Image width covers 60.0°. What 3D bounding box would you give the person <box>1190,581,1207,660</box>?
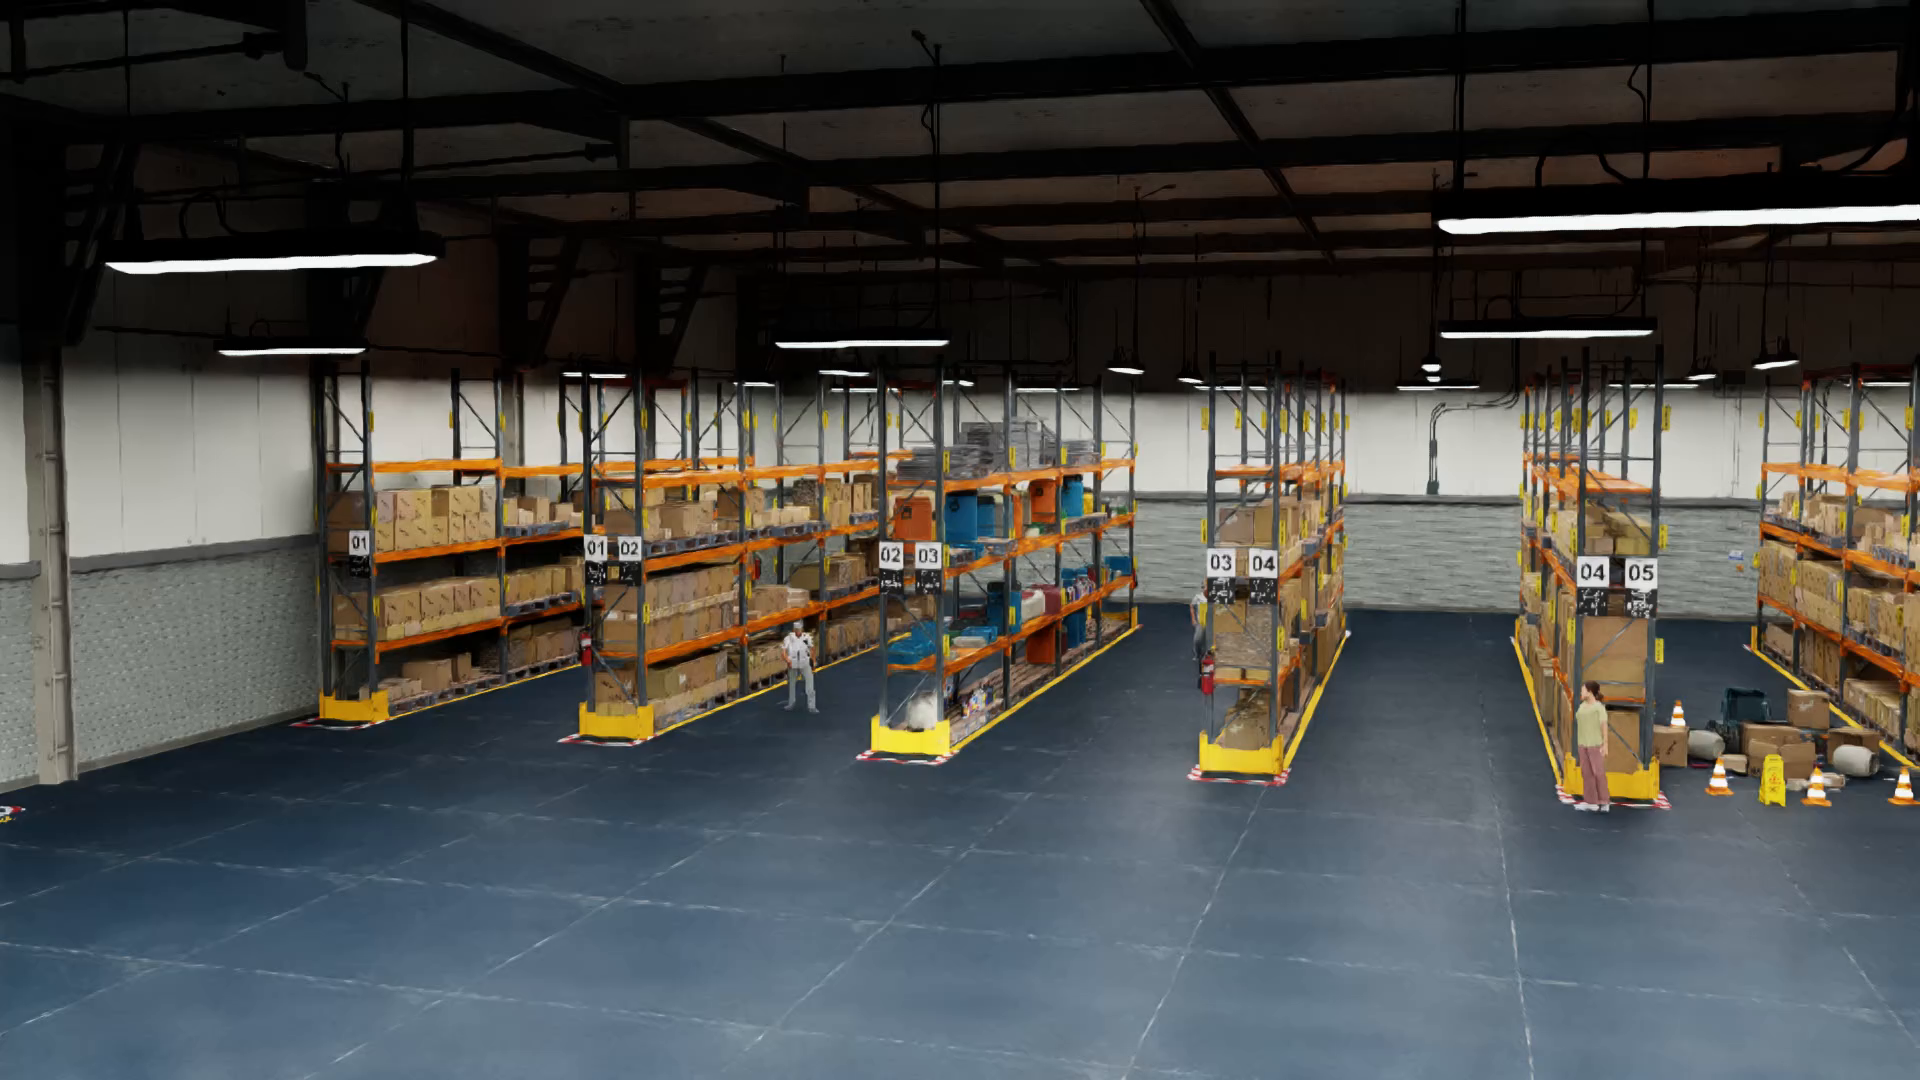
[{"bbox_3d":[5.121,1.680,34.597,0.682,1.715,0.542,1,4,15],"label":"person"}]

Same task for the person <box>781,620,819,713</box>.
[{"bbox_3d":[-2.744,2.154,28.641,0.660,1.591,0.811,0,4,-2],"label":"person"}]

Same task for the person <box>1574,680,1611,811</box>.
[{"bbox_3d":[8.176,2.653,21.432,0.420,1.654,0.515,-2,4,-21],"label":"person"}]
